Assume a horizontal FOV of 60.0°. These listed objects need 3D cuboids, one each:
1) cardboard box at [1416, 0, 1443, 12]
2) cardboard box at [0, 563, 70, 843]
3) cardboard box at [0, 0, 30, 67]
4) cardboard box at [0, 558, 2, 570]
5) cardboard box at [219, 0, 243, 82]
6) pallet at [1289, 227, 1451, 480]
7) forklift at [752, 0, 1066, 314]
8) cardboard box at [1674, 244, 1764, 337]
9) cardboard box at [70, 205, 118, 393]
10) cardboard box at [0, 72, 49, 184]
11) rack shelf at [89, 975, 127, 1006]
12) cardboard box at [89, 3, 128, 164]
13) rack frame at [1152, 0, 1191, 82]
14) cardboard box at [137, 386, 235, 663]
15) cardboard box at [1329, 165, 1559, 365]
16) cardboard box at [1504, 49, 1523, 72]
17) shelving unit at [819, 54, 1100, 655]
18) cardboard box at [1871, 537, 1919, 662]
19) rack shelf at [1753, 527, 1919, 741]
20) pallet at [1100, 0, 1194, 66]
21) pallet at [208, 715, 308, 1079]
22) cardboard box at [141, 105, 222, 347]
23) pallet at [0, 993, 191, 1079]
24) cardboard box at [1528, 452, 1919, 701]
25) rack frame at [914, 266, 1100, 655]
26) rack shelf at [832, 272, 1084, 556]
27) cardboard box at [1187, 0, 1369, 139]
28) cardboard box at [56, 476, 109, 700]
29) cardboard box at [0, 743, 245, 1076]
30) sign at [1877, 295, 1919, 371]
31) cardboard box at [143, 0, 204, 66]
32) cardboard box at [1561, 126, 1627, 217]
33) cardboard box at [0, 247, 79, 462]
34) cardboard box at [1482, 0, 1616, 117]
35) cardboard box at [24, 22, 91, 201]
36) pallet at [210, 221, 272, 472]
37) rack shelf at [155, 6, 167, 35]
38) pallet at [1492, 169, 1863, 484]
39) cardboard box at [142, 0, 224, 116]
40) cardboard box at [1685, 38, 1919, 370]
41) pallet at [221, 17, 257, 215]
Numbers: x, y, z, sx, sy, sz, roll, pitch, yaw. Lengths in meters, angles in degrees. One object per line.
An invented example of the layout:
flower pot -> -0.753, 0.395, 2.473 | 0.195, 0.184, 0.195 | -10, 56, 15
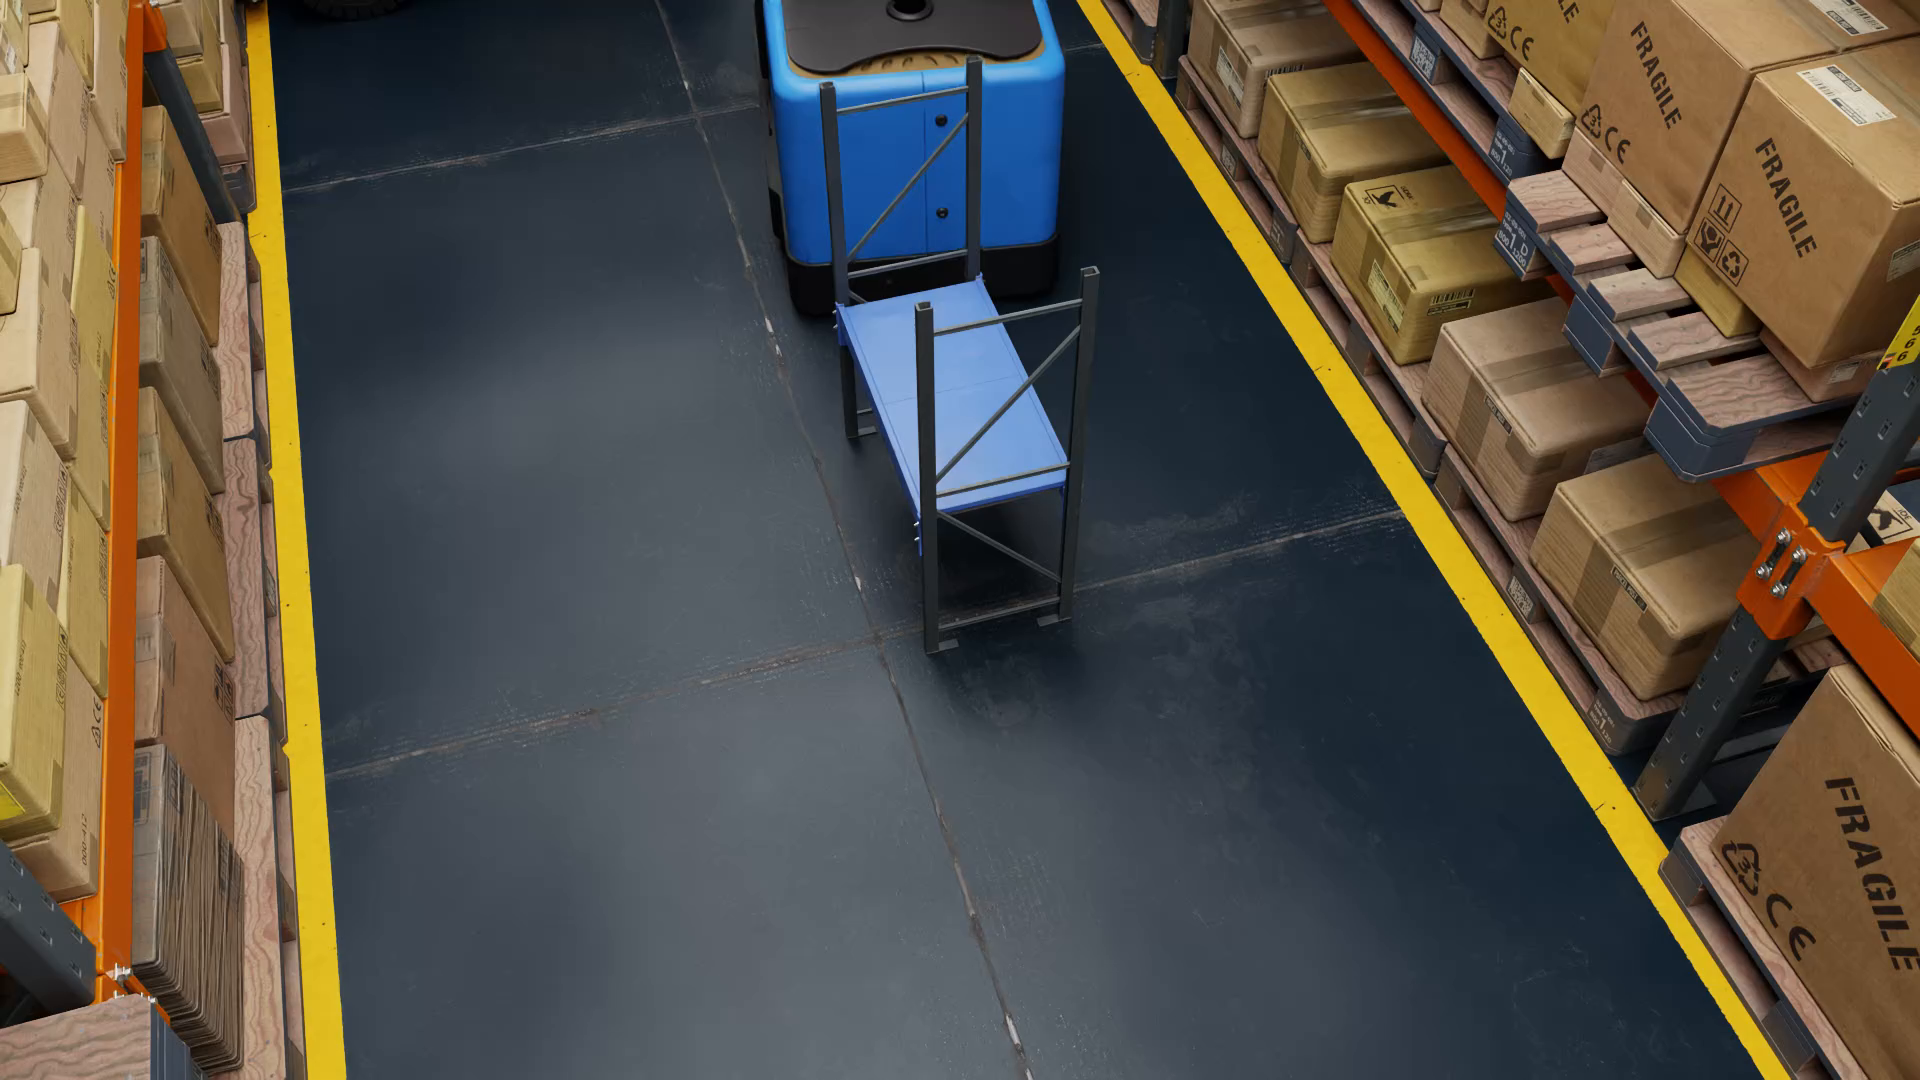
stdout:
cardboard box -> 1.589, -1.809, 5.203 | 0.380, 0.149, 0.250 | -12, 51, -10
cardboard box -> -2.064, 0.361, 3.255 | 0.500, 0.250, 0.500 | -13, 51, -11
cardboard box -> -2.722, -1.362, 4.447 | 0.380, 0.149, 0.250 | -14, 51, -12
cardboard box -> -2.083, 0.123, 3.194 | 0.380, 0.149, 0.250 | -12, 51, -10
cardboard box -> -3.364, -2.107, 7.088 | 0.500, 0.250, 0.500 | -14, 51, -12
pallet -> 1.964, -0.828, 6.310 | 1.003, 0.211, 1.213 | -13, 51, -11
forklift -> -0.336, -2.959, 6.327 | 1.130, 2.935, 3.031 | -6, 50, -5
cardboard box -> 2.081, -0.686, 4.256 | 0.380, 0.149, 0.250 | -13, 51, -10
cardboard box -> -2.542, -0.595, 4.387 | 0.500, 0.250, 0.500 | -12, 51, -10
cardboard box -> -2.501, -1.002, 4.143 | 0.380, 0.149, 0.250 | -15, 51, -12
rack shelf -> -1.598, 2.551, 2.108 | 1.077, 0.370, 4.000 | -13, 51, -11
cardboard box -> -2.820, -1.339, 5.015 | 0.500, 0.250, 0.500 | -14, 51, -11
rack frame -> 1.368, -3.188, 6.475 | 1.000, 3.000, 0.127 | -13, 51, -11
cardboard box -> -2.761, 0.063, 5.013 | 0.875, 0.625, 0.625 | -15, 52, -12
cardboard box -> 1.949, -1.062, 6.127 | 0.950, 0.372, 0.625 | -12, 51, -10
cardboard box -> 1.848, -1.456, 4.905 | 0.380, 0.149, 0.250 | -13, 51, -11
shelving unit -> -0.025, -0.546, 5.229 | 0.538, 1.500, 1.048 | -13, 51, -11
cardboard box -> 2.455, 0.196, 3.721 | 0.500, 0.250, 0.500 | -14, 51, -12
rack shelf -> 3.142, 1.426, 3.056 | 1.077, 0.370, 4.000 | -13, 51, -11
pallet -> 1.136, -2.771, 7.948 | 1.003, 0.211, 1.213 | -13, 51, -11
pallet -> -2.396, 1.147, 4.645 | 1.003, 0.211, 1.213 | -13, 51, -11
cardboard box -> -3.208, -1.054, 5.955 | 0.875, 0.625, 0.625 | -11, 51, -9
pallet -> -1.922, 1.400, 2.733 | 1.213, 0.211, 1.003 | -13, 51, -11
cardboard box -> 2.393, 0.030, 5.206 | 0.950, 0.372, 0.625 | -16, 52, -13
rack frame -> 0.125, -0.174, 4.916 | 0.500, 1.500, 0.032 | -13, 51, -11
rack shelf -> -0.025, -0.430, 5.367 | 0.538, 0.185, 1.000 | -13, 51, -11
cardboard box -> 1.526, -2.094, 6.997 | 0.950, 0.372, 0.625 | -13, 51, -11
cardboard box -> -2.231, 0.159, 3.752 | 0.500, 0.250, 0.500 | -14, 51, -12
cardboard box -> -2.361, 1.030, 4.198 | 0.875, 0.625, 0.625 | -12, 51, -10
sign -> 2.035, -0.484, 3.491 | 0.100, 0.325, 0.005 | -13, 51, -11
cardboard box -> -3.216, -2.058, 6.393 | 0.500, 0.250, 0.500 | -14, 51, -12
cardboard box -> 1.897, -1.046, 4.559 | 0.380, 0.149, 0.250 | -16, 52, -13
cardboard box -> -2.372, -0.386, 3.884 | 0.500, 0.250, 0.500 | -14, 51, -12
cardboard box -> 1.837, -1.542, 4.554 | 0.500, 0.500, 0.500 | -16, 52, -13
cardboard box -> -2.678, -1.126, 4.508 | 0.500, 0.250, 0.500 | -12, 51, -10
pallet -> -3.117, -0.635, 6.147 | 1.003, 0.211, 1.213 | -13, 51, -11
rack shelf -> -3.964, -3.292, 7.033 | 1.077, 0.370, 4.000 | -13, 51, -11
pallet -> 2.238, -0.701, 4.504 | 1.213, 0.211, 1.003 | -13, 51, -11
cardboard box -> -3.221, -1.896, 6.583 | 0.500, 0.250, 0.500 | -14, 51, -11
cardboard box -> 2.151, -0.799, 3.927 | 0.500, 0.500, 0.500 | -15, 51, -12
pallet -> -3.568, -1.754, 7.091 | 1.003, 0.211, 1.213 | -13, 51, -11
